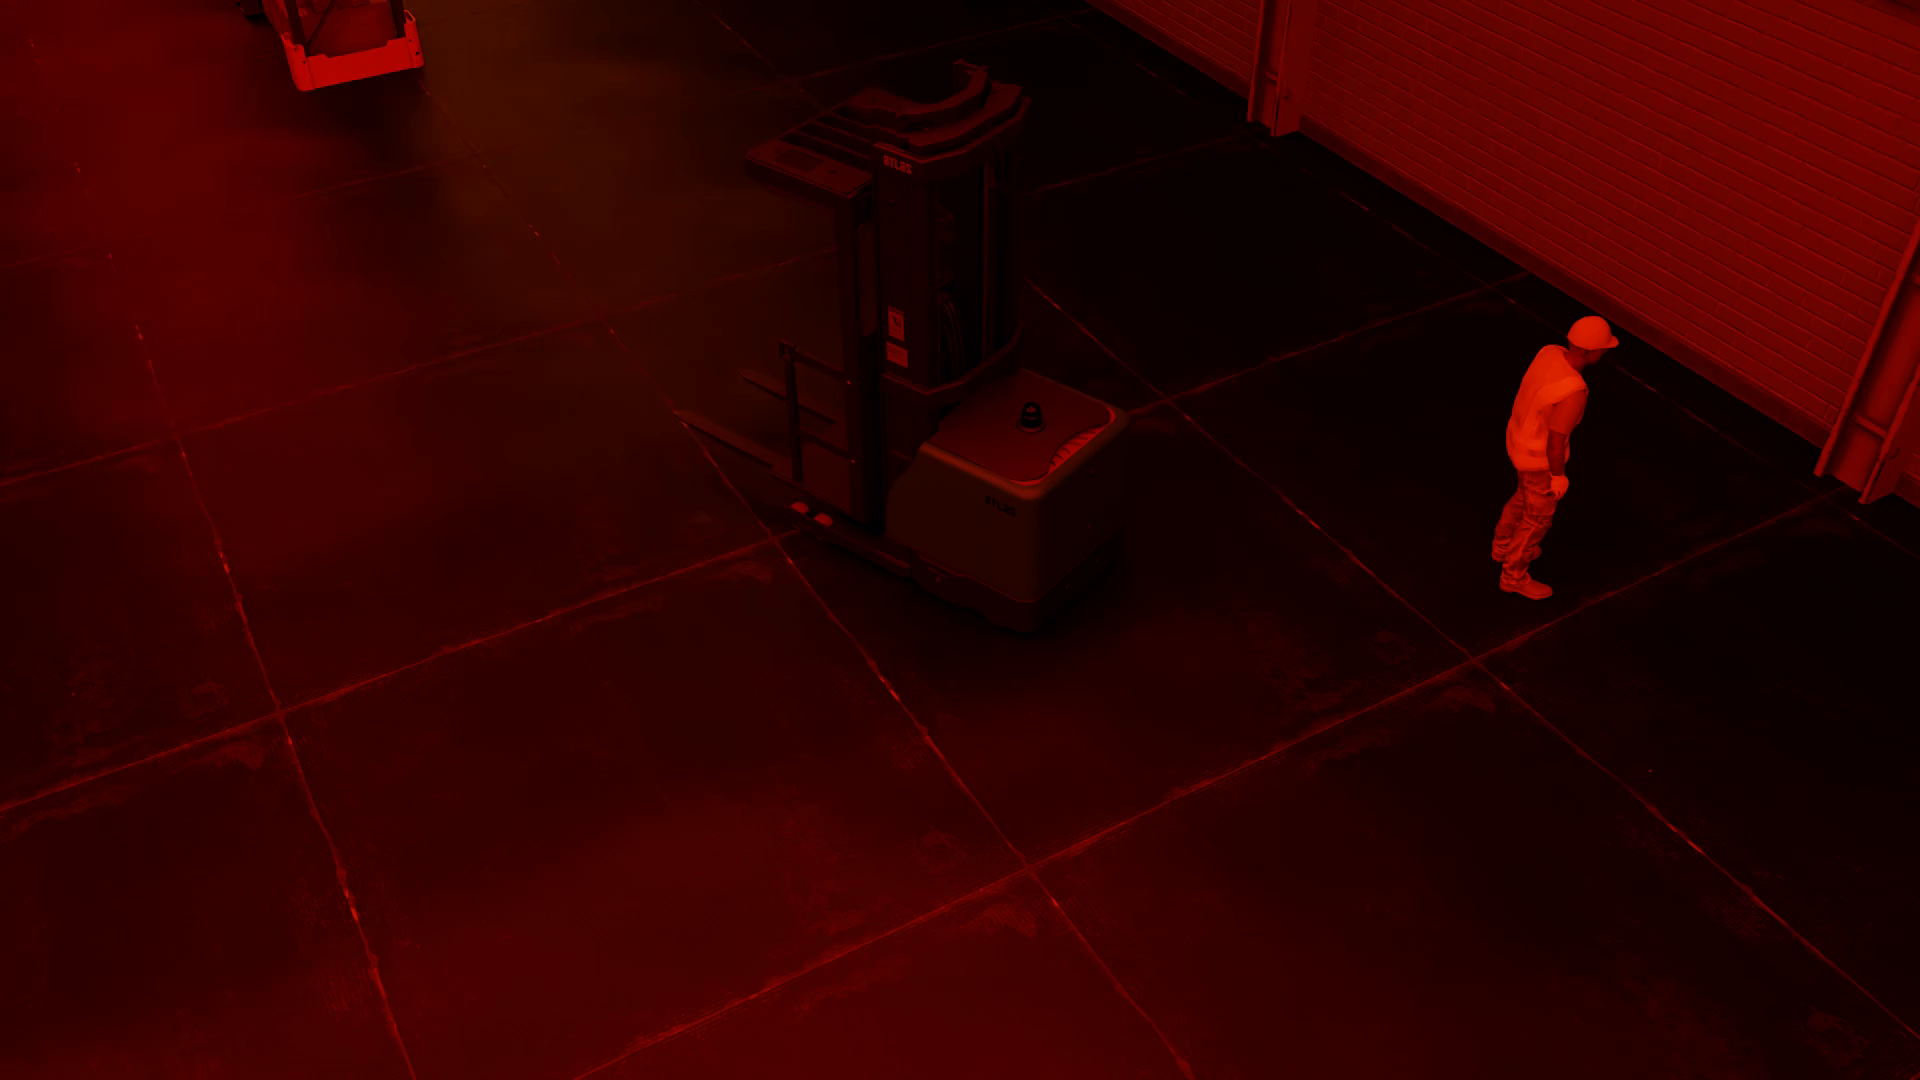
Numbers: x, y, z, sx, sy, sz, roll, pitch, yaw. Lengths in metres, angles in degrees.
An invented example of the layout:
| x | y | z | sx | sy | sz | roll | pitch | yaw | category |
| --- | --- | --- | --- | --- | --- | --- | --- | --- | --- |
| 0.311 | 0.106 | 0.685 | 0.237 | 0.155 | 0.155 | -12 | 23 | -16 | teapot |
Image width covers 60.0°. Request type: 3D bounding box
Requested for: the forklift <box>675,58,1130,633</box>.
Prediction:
| x | y | z | sx | sy | sz | roll | pitch | yaw | category |
| --- | --- | --- | --- | --- | --- | --- | --- | --- | --- |
| -0.481 | -1.366 | 9.683 | 3.031 | 2.935 | 1.130 | 26 | 46 | 28 | forklift |

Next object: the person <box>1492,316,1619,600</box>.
| x | y | z | sx | sy | sz | roll | pitch | yaw | category |
| --- | --- | --- | --- | --- | --- | --- | --- | --- | --- |
| 3.369 | -0.502 | 9.552 | 0.452 | 1.772 | 0.617 | 2 | 40 | 3 | person |
